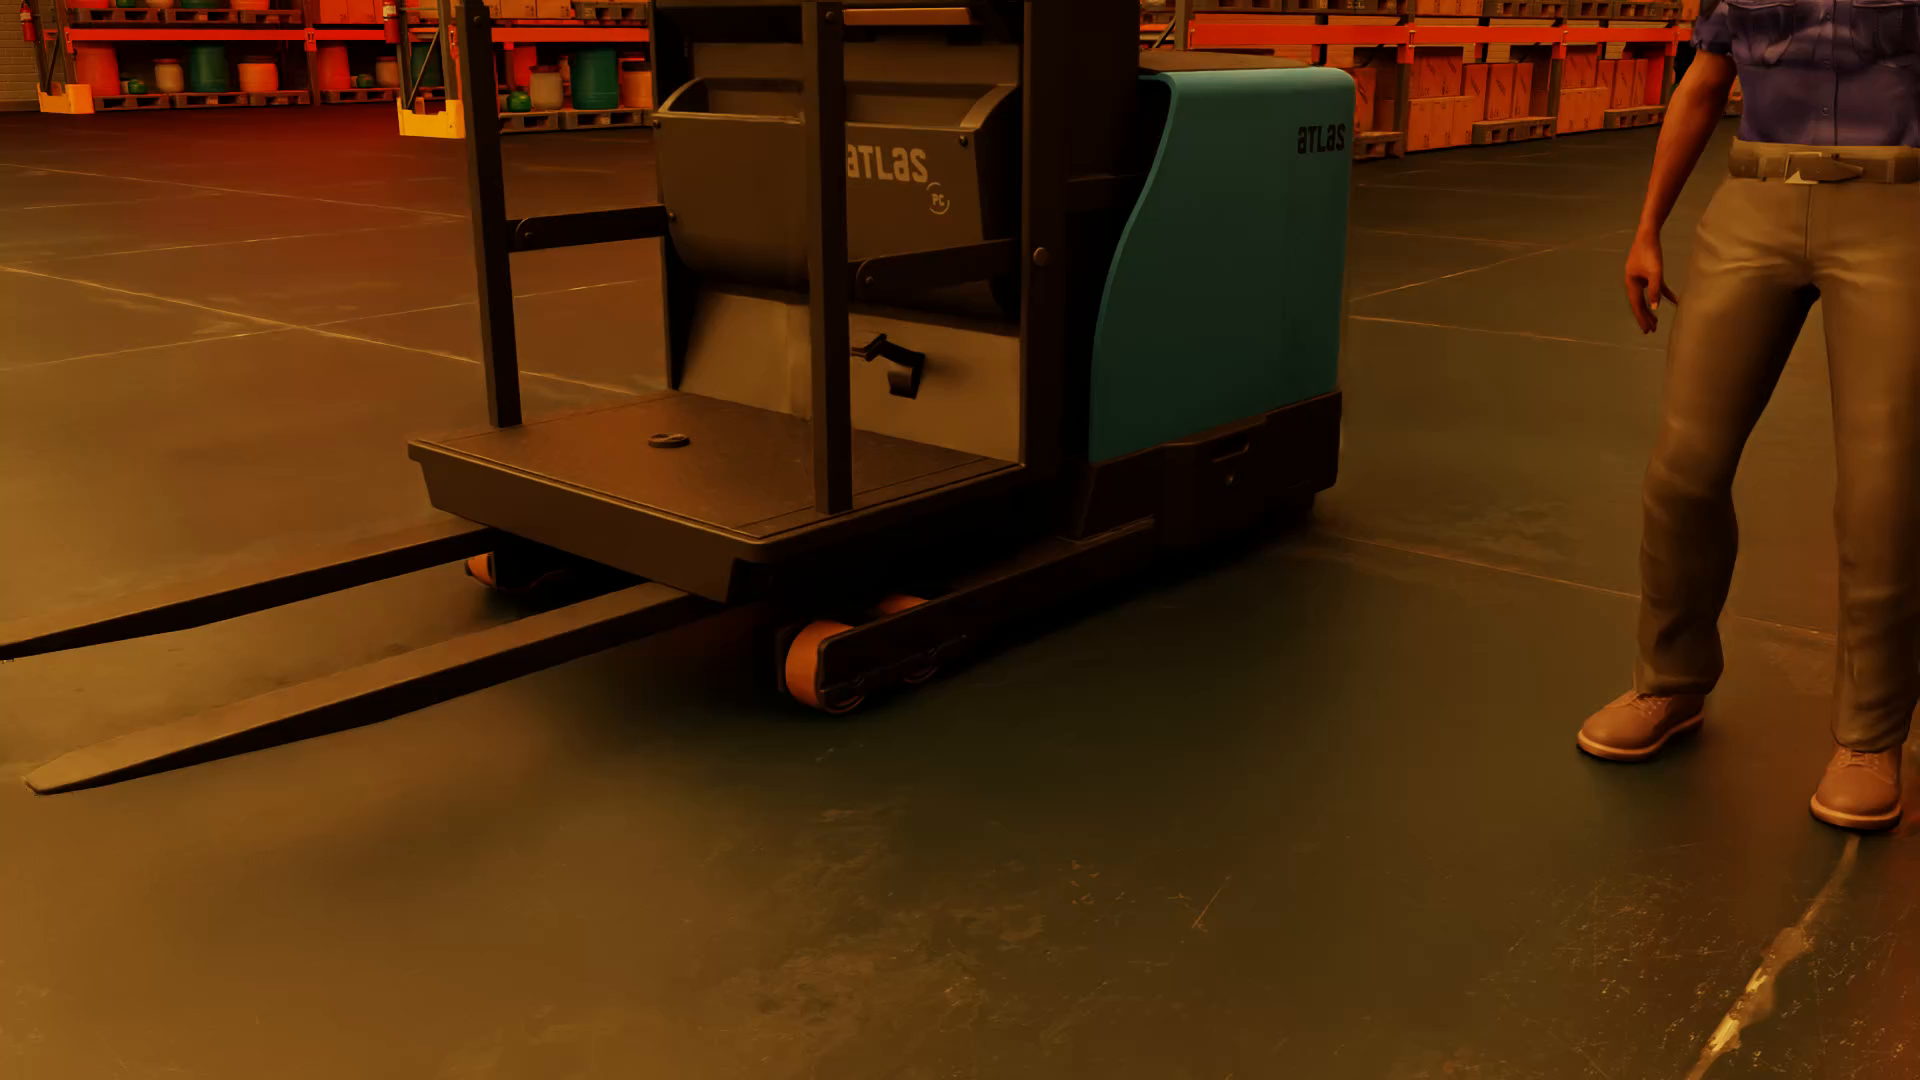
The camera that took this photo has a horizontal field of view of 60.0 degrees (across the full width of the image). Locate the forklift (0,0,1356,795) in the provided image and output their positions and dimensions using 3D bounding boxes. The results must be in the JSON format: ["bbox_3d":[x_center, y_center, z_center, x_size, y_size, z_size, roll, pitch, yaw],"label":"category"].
[{"bbox_3d":[-0.411,-1.261,3.049,1.130,2.935,3.031,15,22,40],"label":"forklift"}]

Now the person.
[{"bbox_3d":[1.301,-0.424,2.505,0.616,1.650,0.367,15,22,40],"label":"person"}]
